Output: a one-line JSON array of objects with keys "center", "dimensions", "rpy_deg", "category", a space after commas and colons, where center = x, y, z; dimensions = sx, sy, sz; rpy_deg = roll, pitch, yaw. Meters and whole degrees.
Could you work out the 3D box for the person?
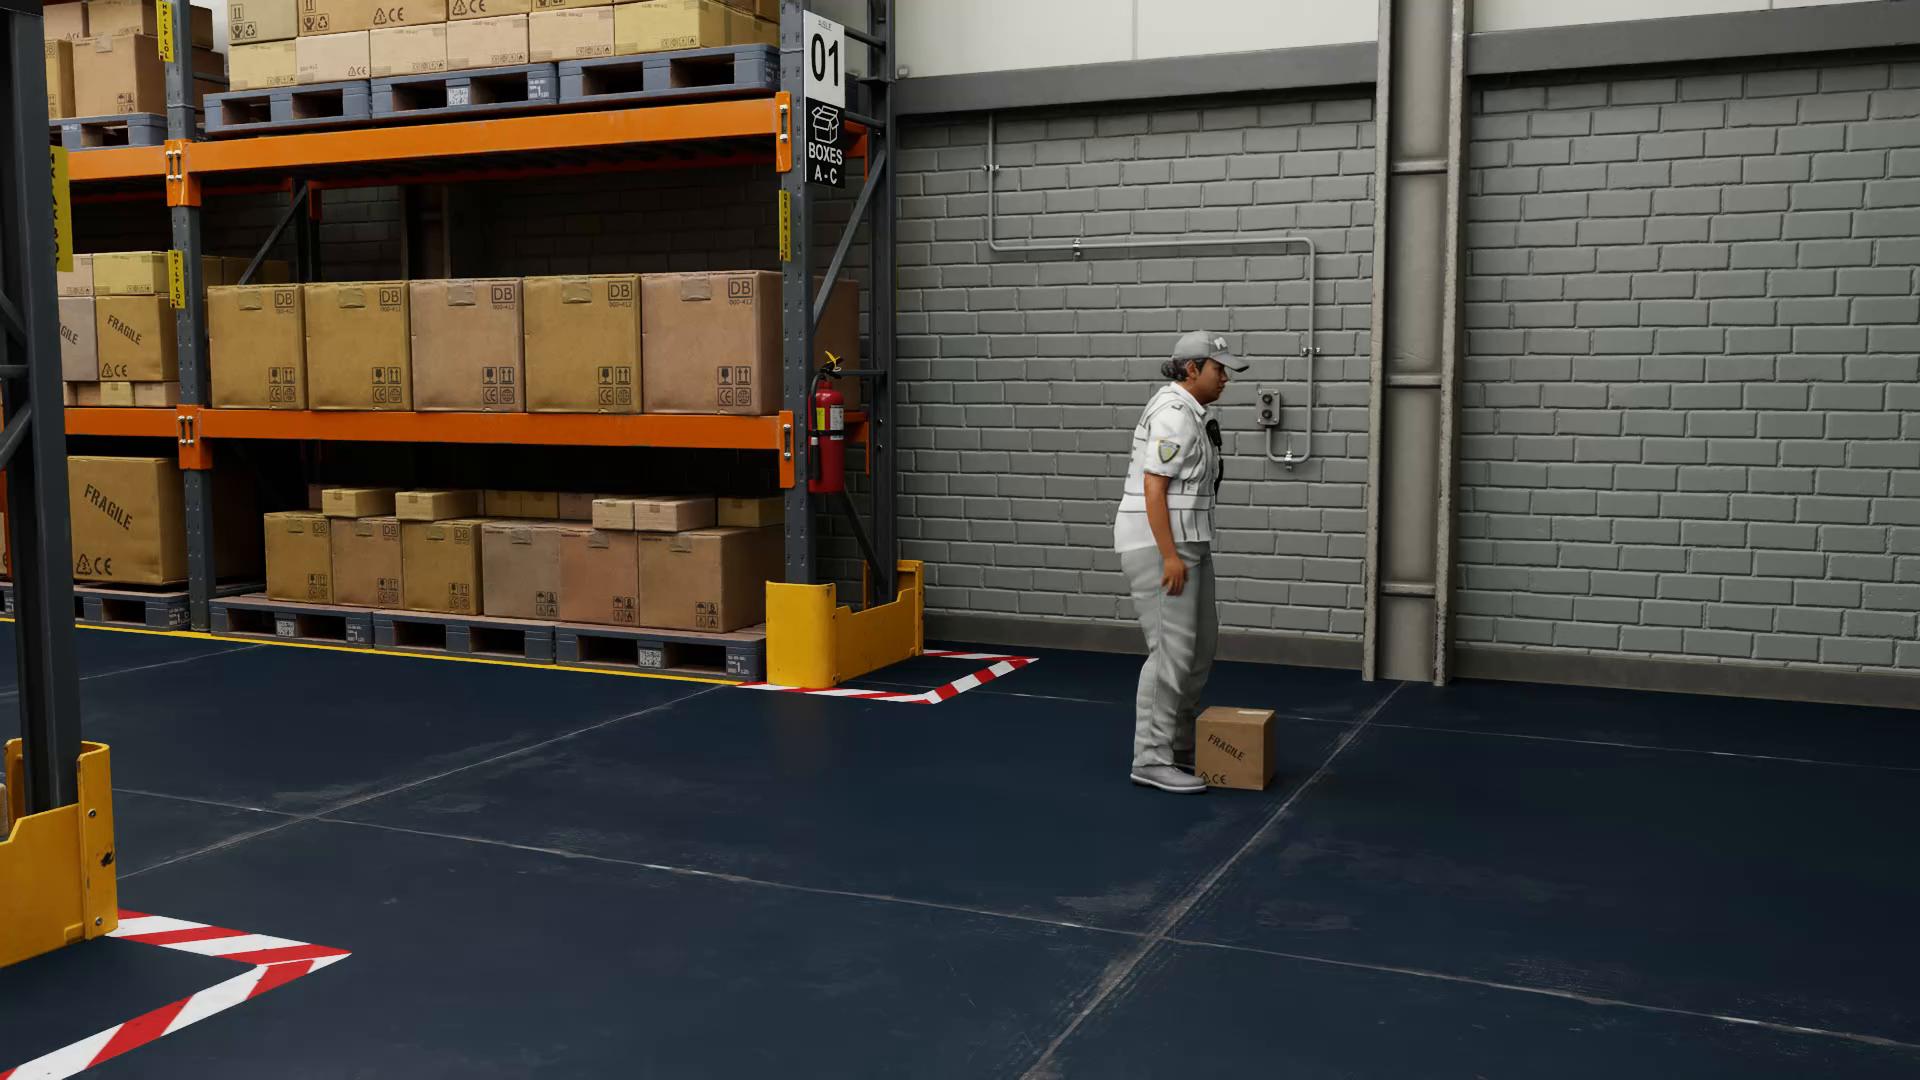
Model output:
[{"center": [0.820, 0.057, 6.175], "dimensions": [0.470, 1.666, 0.563], "rpy_deg": [2, 6, 20], "category": "person"}]
